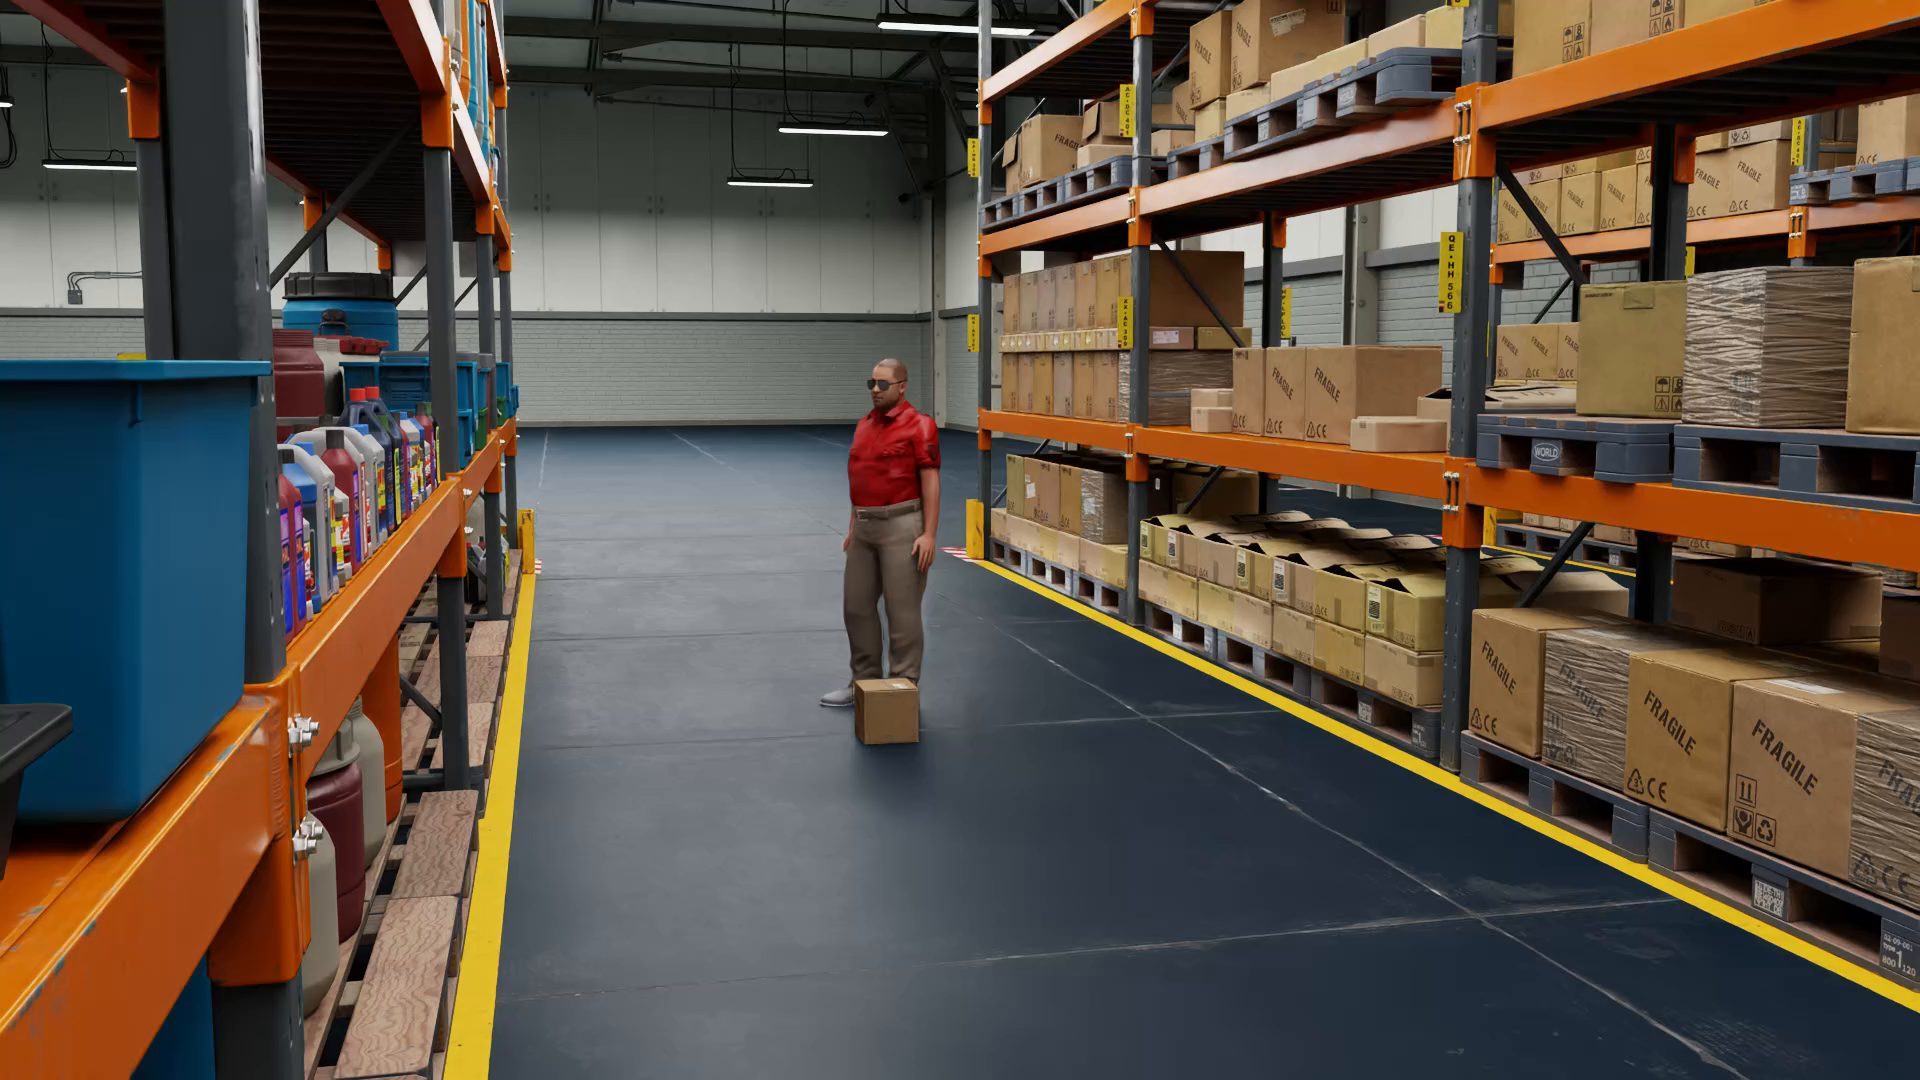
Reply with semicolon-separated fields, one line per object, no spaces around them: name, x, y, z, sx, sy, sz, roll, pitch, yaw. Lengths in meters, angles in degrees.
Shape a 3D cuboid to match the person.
person;-0.388;-0.015;8.172;0.638;1.745;0.385;5;8;41
